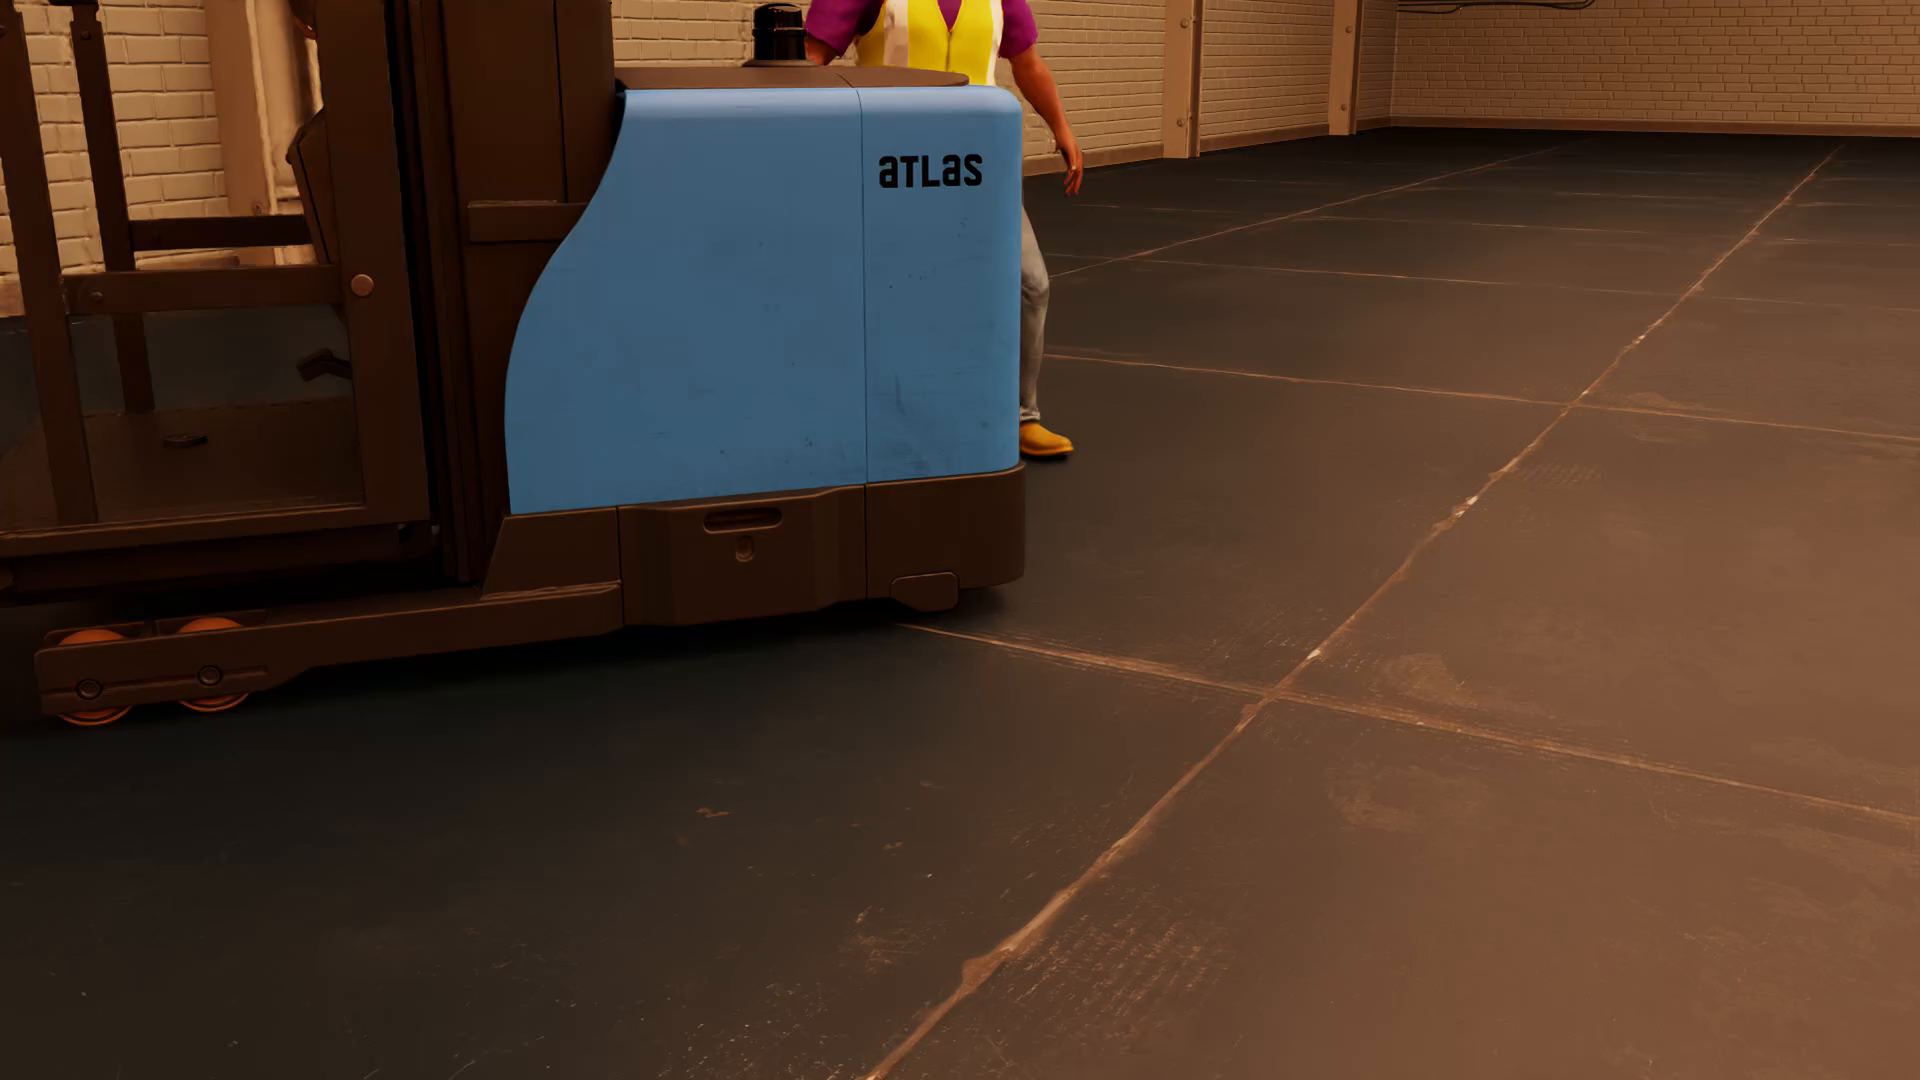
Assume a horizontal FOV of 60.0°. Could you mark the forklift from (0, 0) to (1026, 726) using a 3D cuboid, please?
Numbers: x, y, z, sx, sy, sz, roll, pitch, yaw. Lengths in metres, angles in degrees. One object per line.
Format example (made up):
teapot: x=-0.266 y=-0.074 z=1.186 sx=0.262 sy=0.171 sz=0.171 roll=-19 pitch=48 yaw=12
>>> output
forklift: x=-1.435 y=-1.247 z=3.085 sx=3.031 sy=2.935 sz=1.130 roll=-6 pitch=17 yaw=-19

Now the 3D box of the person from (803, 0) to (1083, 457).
person: x=-0.042 y=-1.068 z=4.648 sx=0.875 sy=1.728 sz=0.476 roll=-7 pitch=18 yaw=-24
